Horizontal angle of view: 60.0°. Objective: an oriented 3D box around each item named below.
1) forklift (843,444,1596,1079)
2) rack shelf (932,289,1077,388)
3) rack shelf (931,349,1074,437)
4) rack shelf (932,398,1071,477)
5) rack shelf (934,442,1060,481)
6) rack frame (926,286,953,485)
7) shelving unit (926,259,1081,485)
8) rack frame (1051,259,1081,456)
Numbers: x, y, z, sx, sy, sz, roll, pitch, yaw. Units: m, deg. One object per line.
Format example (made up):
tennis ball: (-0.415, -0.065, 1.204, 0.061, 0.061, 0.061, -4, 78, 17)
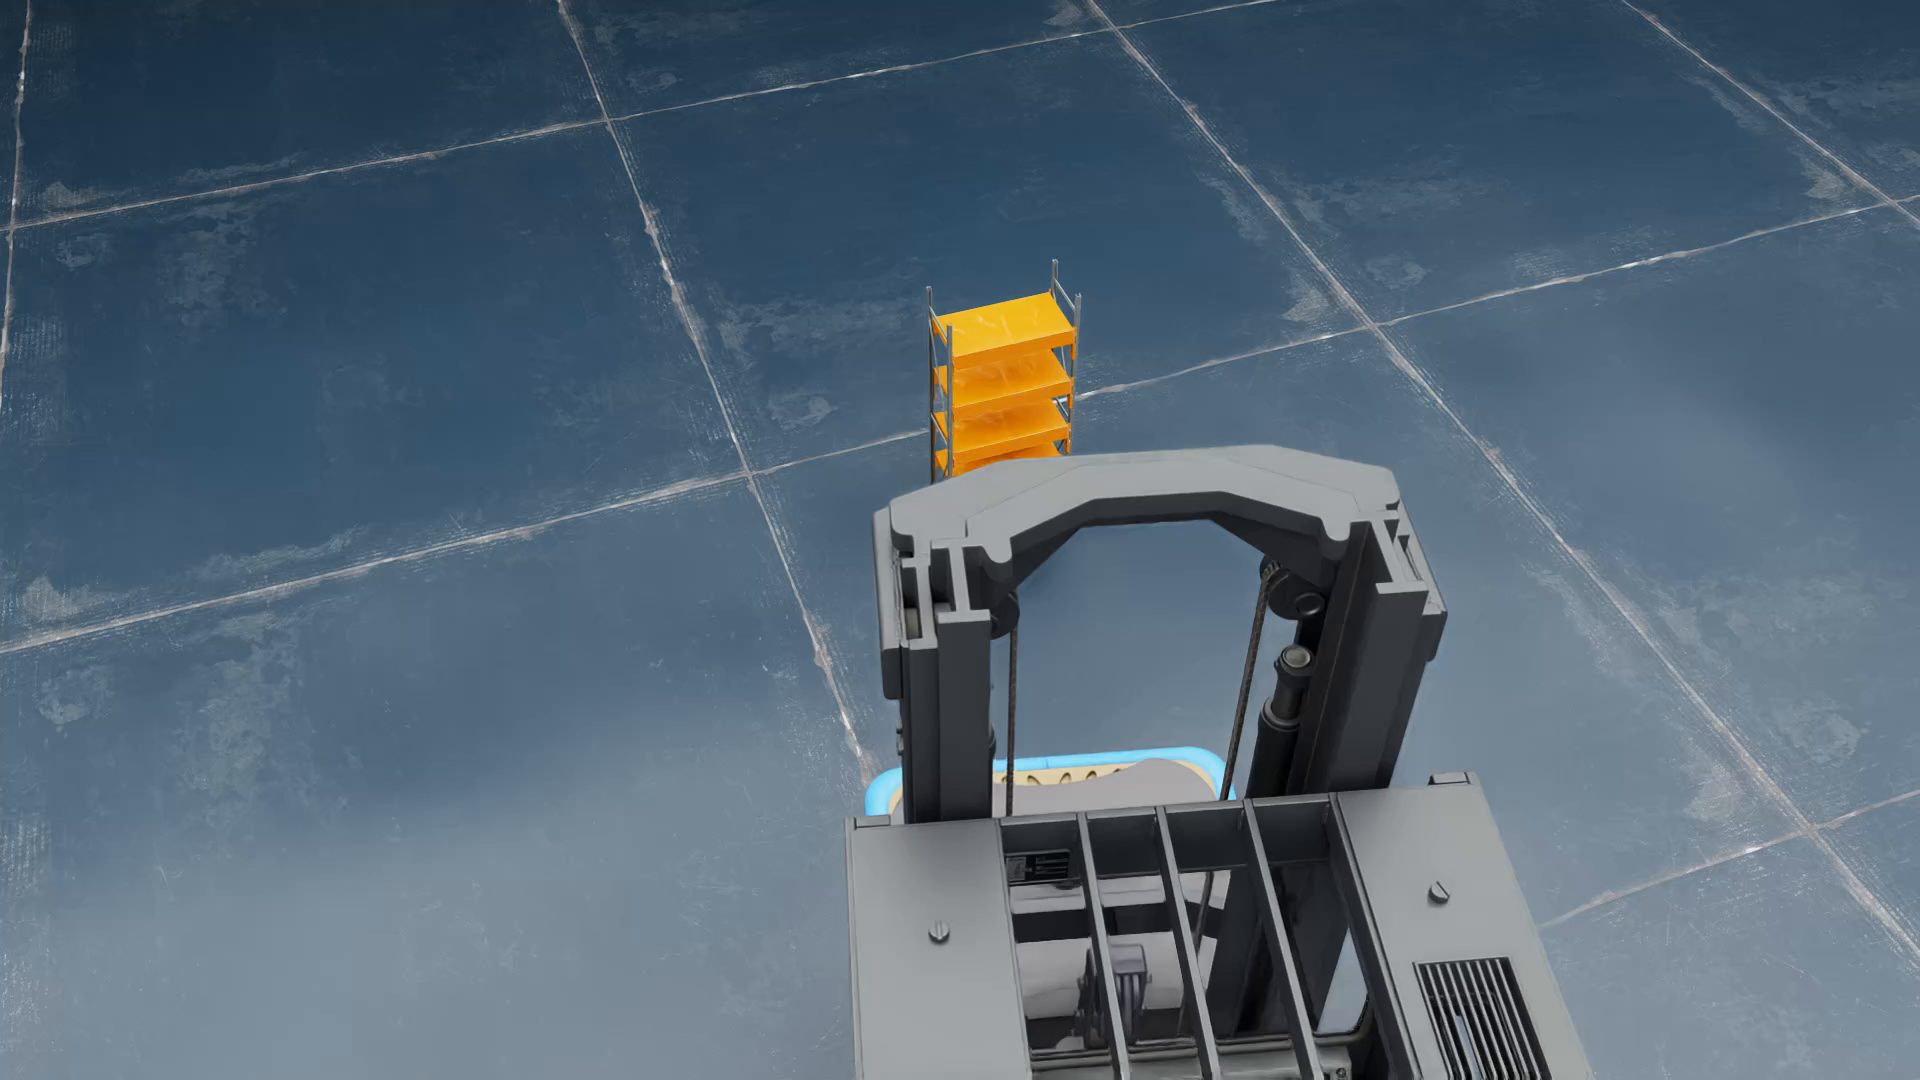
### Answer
forklift: (0.372, 1.369, 3.316, 1.130, 2.935, 3.031, -4, 45, -4)
rack shelf: (0.156, -0.741, 6.086, 0.480, 0.148, 0.258, -14, 47, -14)
rack shelf: (0.156, -0.574, 6.254, 0.480, 0.148, 0.258, -14, 47, -14)
rack shelf: (0.156, -0.416, 6.412, 0.480, 0.148, 0.258, -14, 47, -14)
rack shelf: (0.156, -0.276, 6.553, 0.480, 0.148, 0.258, -14, 47, -14)
rack frame: (-0.074, -0.405, 6.306, 0.015, 1.200, 0.240, -14, 47, -14)
shelving unit: (0.156, -0.463, 6.365, 0.503, 1.200, 0.258, -14, 47, -14)
rack frame: (0.385, -0.522, 6.423, 0.015, 1.200, 0.240, -14, 47, -14)
